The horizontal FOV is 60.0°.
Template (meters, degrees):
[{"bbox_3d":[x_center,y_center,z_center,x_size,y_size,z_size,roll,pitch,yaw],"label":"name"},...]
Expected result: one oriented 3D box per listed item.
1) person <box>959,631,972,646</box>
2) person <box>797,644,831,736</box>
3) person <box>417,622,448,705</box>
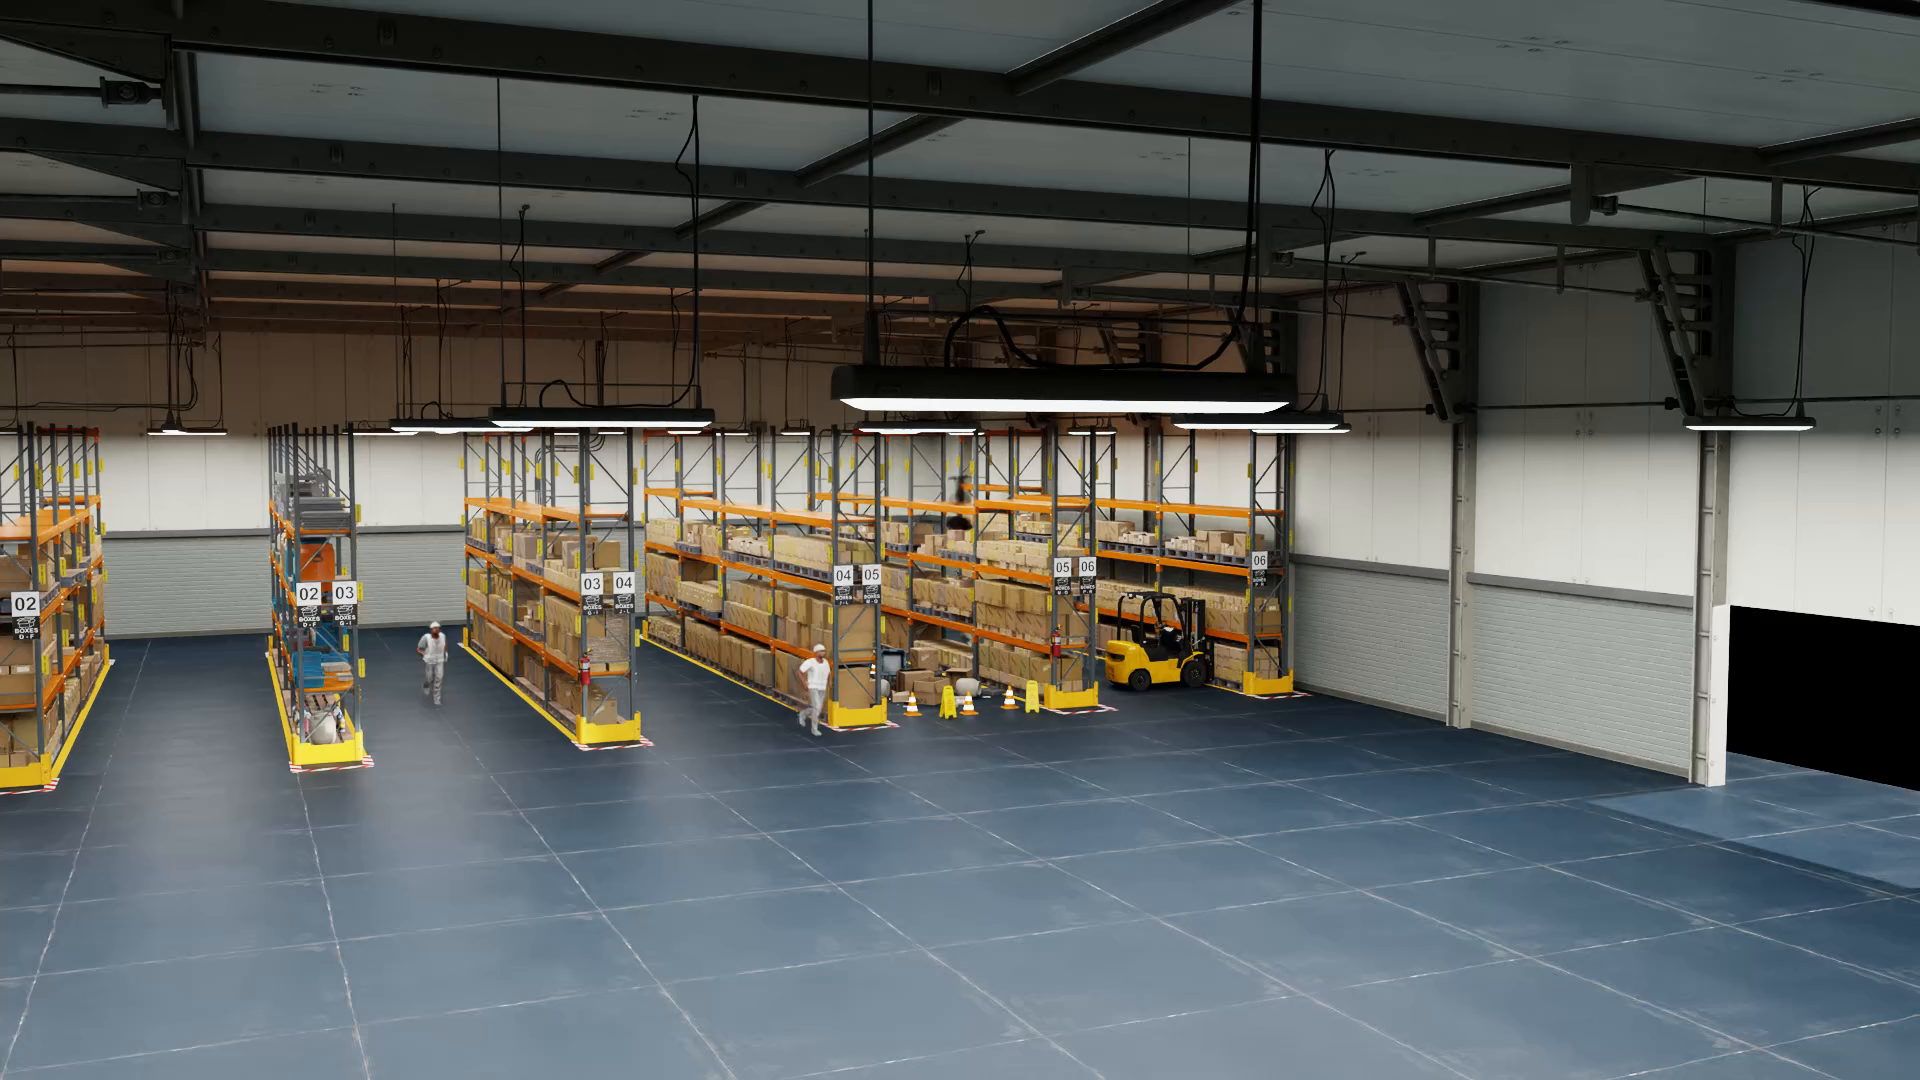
[{"bbox_3d":[0.257,2.156,45.188,0.612,1.632,0.554,-2,4,-33],"label":"person"},{"bbox_3d":[-2.805,2.892,32.324,0.754,1.730,0.803,-3,5,-45],"label":"person"},{"bbox_3d":[-11.396,2.647,35.984,0.706,1.770,0.972,-3,4,-37],"label":"person"}]
